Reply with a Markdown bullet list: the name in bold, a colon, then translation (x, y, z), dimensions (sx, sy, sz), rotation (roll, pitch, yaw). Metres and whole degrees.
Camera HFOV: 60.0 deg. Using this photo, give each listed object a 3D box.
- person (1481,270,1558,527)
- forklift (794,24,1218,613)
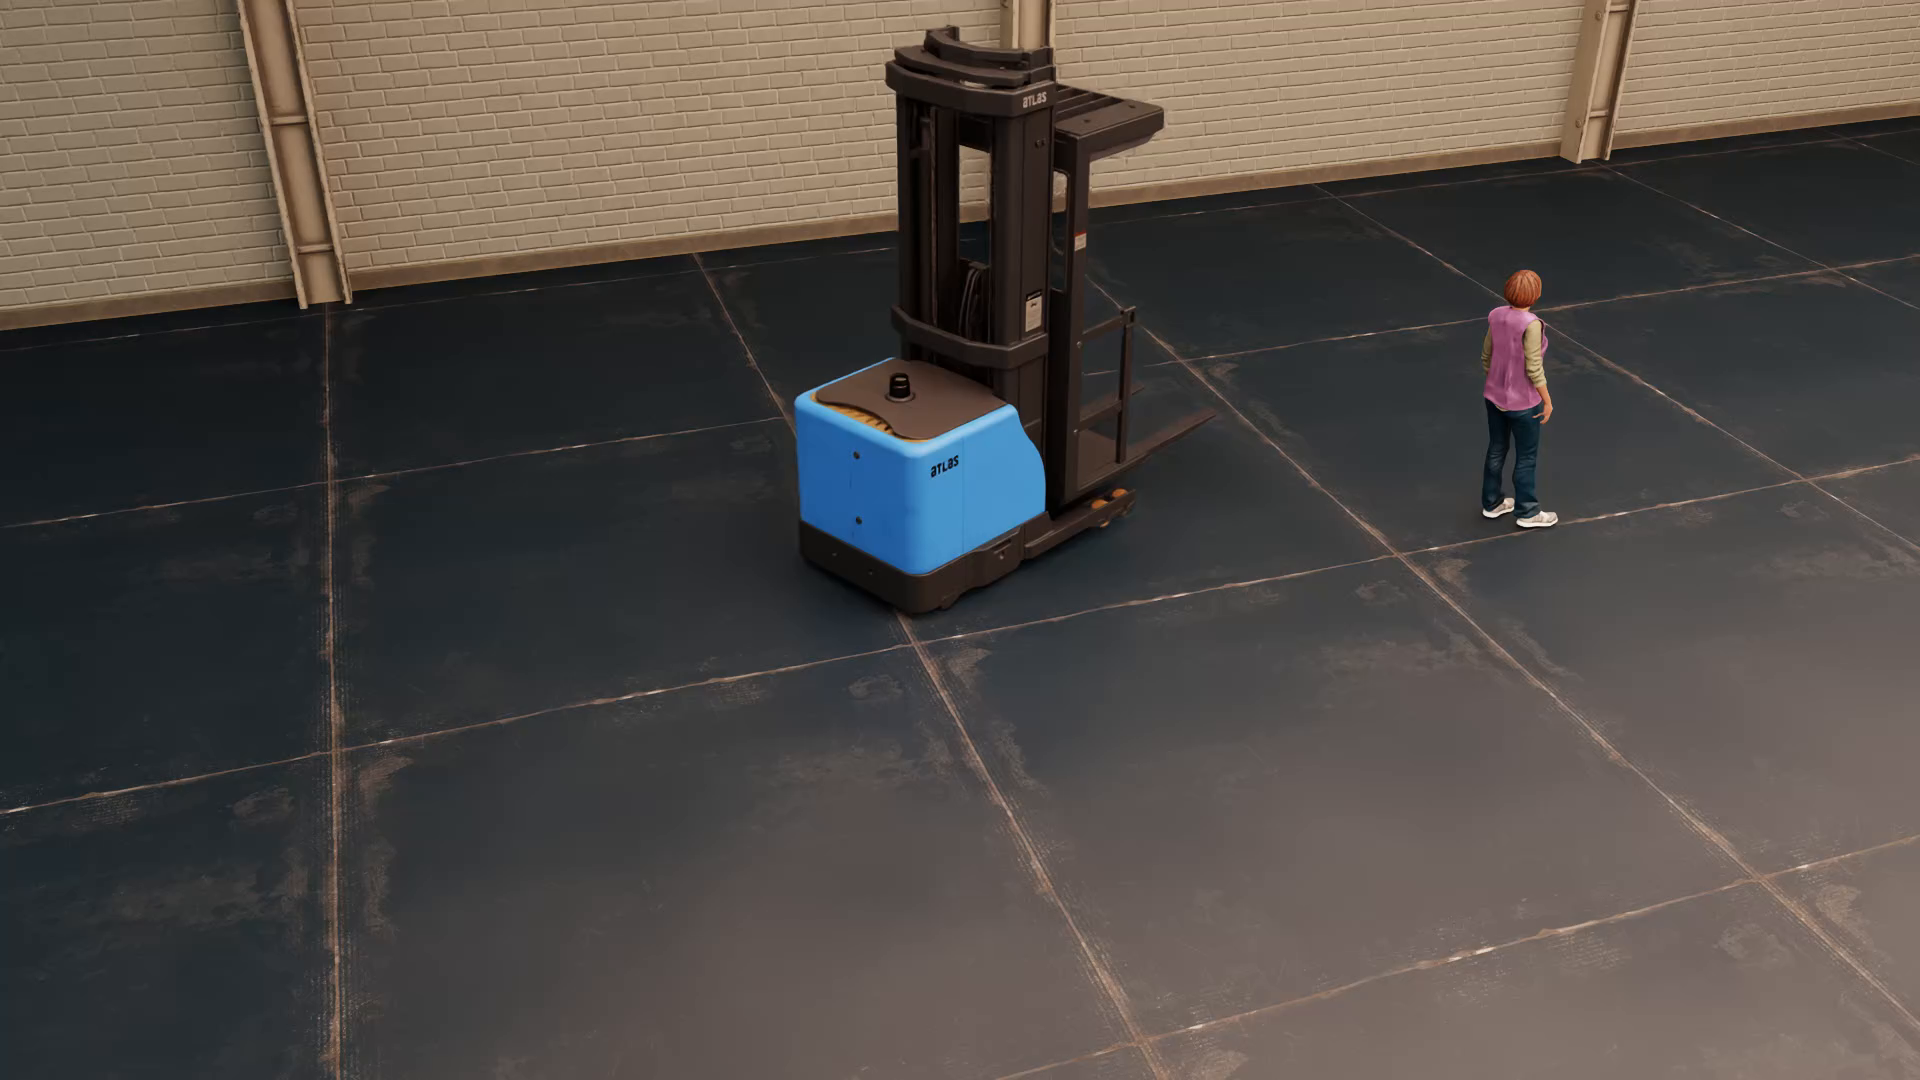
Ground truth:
- **person**: translation (3.351, -0.851, 9.890), dimensions (0.475, 1.597, 0.520), rotation (-14, 33, -23)
- **forklift**: translation (0.437, -1.508, 9.708), dimensions (1.130, 2.935, 3.031), rotation (25, 39, 37)
